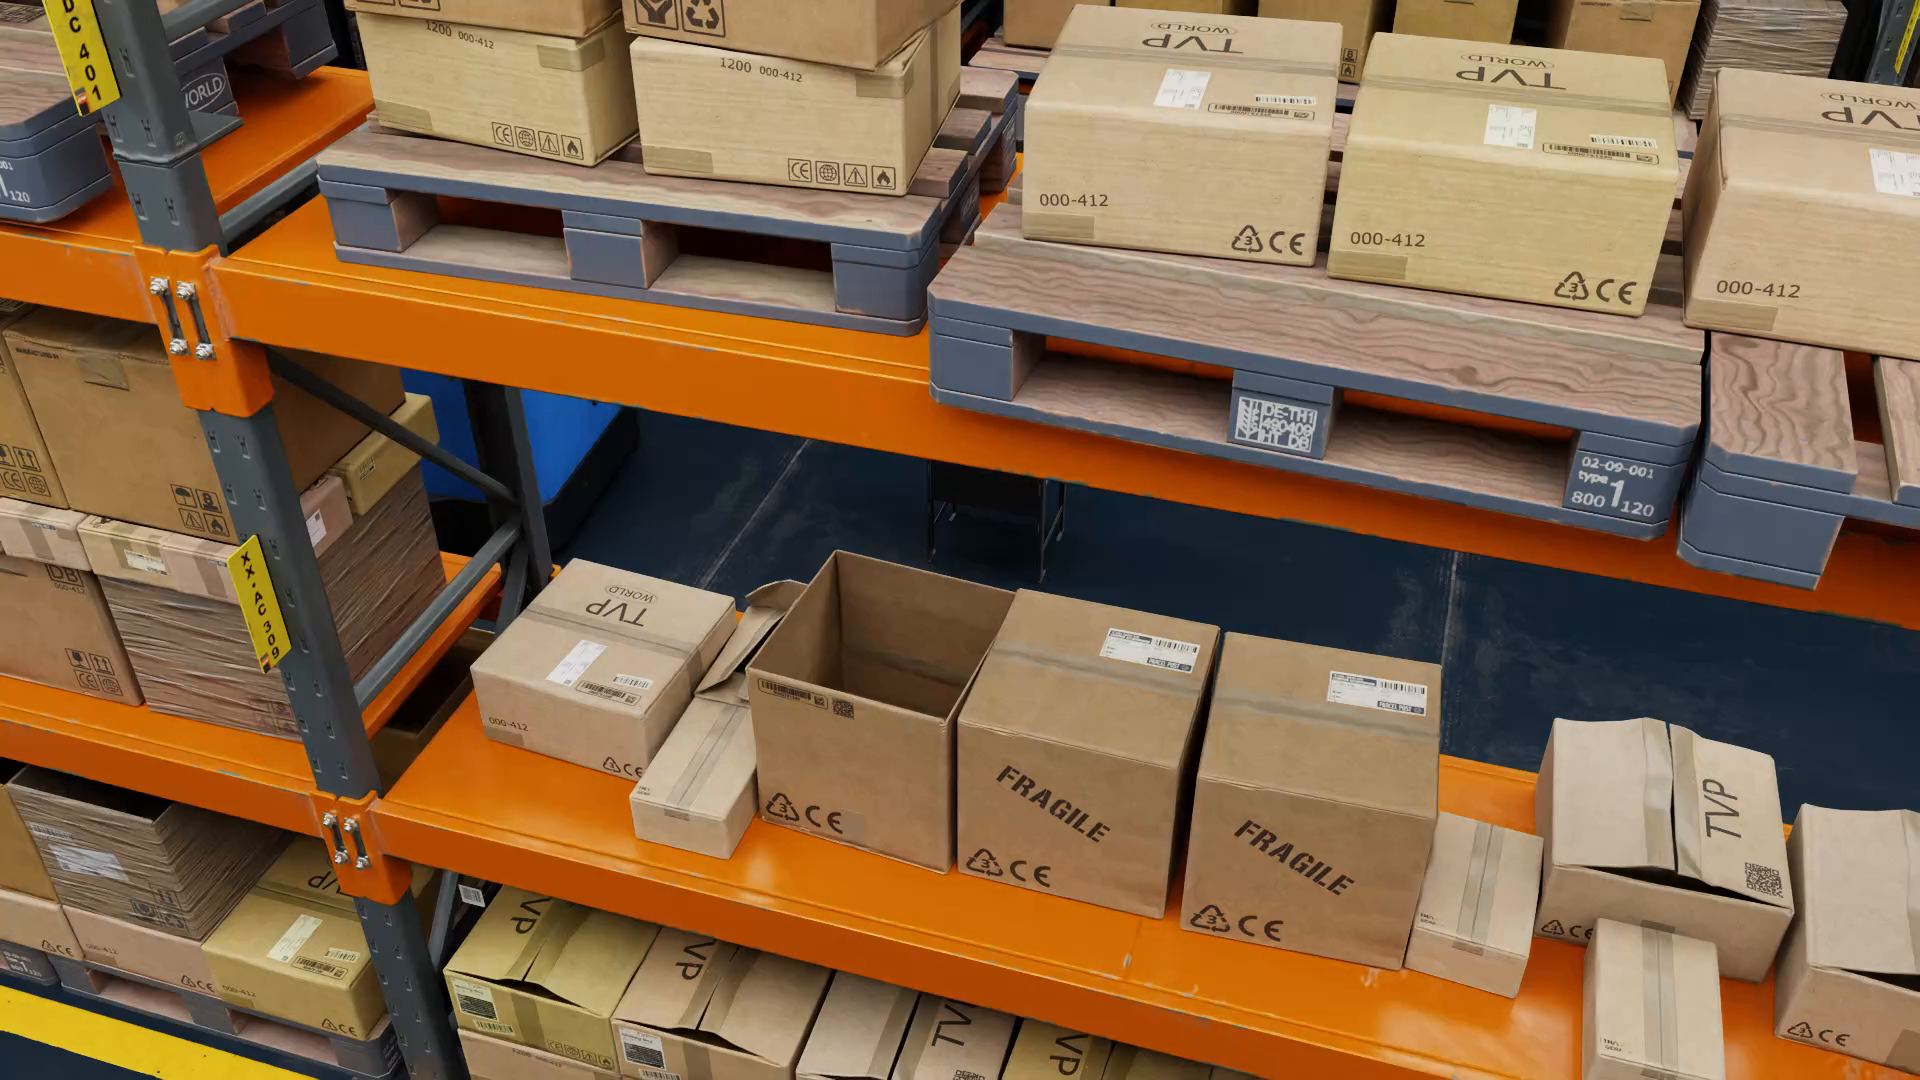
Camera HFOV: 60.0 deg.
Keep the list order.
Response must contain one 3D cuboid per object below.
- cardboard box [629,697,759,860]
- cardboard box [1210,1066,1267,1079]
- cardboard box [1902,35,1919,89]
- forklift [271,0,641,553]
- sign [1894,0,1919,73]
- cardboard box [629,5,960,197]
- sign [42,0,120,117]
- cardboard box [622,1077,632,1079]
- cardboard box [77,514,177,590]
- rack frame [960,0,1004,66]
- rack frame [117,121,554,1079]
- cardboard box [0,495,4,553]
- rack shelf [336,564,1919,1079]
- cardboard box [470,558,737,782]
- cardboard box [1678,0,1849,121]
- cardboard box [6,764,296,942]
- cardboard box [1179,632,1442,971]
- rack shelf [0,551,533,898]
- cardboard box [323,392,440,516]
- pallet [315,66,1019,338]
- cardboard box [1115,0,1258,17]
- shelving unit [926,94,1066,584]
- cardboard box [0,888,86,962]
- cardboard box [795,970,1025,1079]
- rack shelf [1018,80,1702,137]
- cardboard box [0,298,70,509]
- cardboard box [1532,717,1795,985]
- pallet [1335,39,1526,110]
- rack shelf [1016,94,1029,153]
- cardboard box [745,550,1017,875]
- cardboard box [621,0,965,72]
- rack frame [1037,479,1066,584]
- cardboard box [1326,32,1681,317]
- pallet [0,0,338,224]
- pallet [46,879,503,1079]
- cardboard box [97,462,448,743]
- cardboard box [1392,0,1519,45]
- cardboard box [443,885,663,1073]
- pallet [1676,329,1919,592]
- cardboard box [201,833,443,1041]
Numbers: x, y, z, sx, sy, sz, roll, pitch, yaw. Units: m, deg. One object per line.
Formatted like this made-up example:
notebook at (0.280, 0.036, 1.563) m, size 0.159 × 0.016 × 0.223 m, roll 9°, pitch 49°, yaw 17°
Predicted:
cardboard box at (-0.619, 0.586, 4.135) m, size 0.250 × 0.149 × 0.380 m, roll 10°, pitch 38°, yaw 14°
cardboard box at (0.862, 1.500, 4.174) m, size 0.500 × 0.311 × 0.500 m, roll 10°, pitch 38°, yaw 14°
cardboard box at (4.417, -2.117, 7.244) m, size 0.500 × 0.500 × 0.500 m, roll 11°, pitch 38°, yaw 14°
forklift at (-3.069, -1.552, 6.886) m, size 3.031 × 2.935 × 1.130 m, roll 8°, pitch 37°, yaw 10°
sign at (3.735, -2.009, 6.539) m, size 0.005 × 0.325 × 0.100 m, roll 10°, pitch 38°, yaw 14°
cardboard box at (-0.293, -0.894, 3.176) m, size 0.500 × 0.250 × 0.500 m, roll 7°, pitch 37°, yaw 9°
sign at (-1.568, -0.921, 2.937) m, size 0.005 × 0.325 × 0.100 m, roll 10°, pitch 38°, yaw 14°
cardboard box at (-0.605, 1.454, 4.710) m, size 0.500 × 0.250 × 0.500 m, roll 11°, pitch 38°, yaw 15°
cardboard box at (-1.963, -0.060, 4.170) m, size 0.250 × 0.149 × 0.380 m, roll 10°, pitch 37°, yaw 13°
rack frame at (0.070, -2.591, 8.239) m, size 0.127 × 3.000 × 1.000 m, roll 10°, pitch 38°, yaw 14°
rack frame at (-1.404, 0.213, 4.430) m, size 0.127 × 3.000 × 1.000 m, roll 10°, pitch 38°, yaw 14°
cardboard box at (-2.464, -0.151, 4.293) m, size 0.250 × 0.149 × 0.380 m, roll 10°, pitch 38°, yaw 14°
rack shelf at (0.505, 0.856, 4.163) m, size 4.000 × 0.370 × 1.077 m, roll 10°, pitch 38°, yaw 14°
cardboard box at (-0.921, 0.336, 4.390) m, size 0.500 × 0.250 × 0.500 m, roll 13°, pitch 38°, yaw 17°
cardboard box at (3.436, -2.178, 7.224) m, size 0.500 × 0.500 × 0.700 m, roll 6°, pitch 37°, yaw 8°
cardboard box at (-2.385, 0.796, 4.971) m, size 0.500 × 0.500 × 0.500 m, roll 10°, pitch 38°, yaw 14°
cardboard box at (0.808, 0.592, 3.830) m, size 0.500 × 0.500 × 0.500 m, roll 9°, pitch 37°, yaw 11°
rack shelf at (-3.313, 0.149, 5.124) m, size 4.000 × 0.370 × 1.077 m, roll 10°, pitch 38°, yaw 14°
cardboard box at (-1.602, -0.246, 4.422) m, size 0.250 × 0.149 × 0.380 m, roll 10°, pitch 38°, yaw 14°
pallet at (-0.558, -0.770, 3.396) m, size 1.217 × 0.209 × 0.805 m, roll 9°, pitch 37°, yaw 12°
cardboard box at (1.077, -2.596, 7.791) m, size 0.500 × 0.500 × 0.700 m, roll 14°, pitch 39°, yaw 19°
shelving unit at (0.158, -0.816, 6.588) m, size 0.503 × 2.100 × 0.431 m, roll 10°, pitch 38°, yaw 14°
cardboard box at (-2.867, 1.019, 5.301) m, size 0.500 × 0.250 × 0.500 m, roll 10°, pitch 38°, yaw 14°
cardboard box at (-0.113, 1.322, 4.416) m, size 0.500 × 0.311 × 0.500 m, roll 9°, pitch 37°, yaw 12°
rack shelf at (1.979, -1.947, 7.972) m, size 4.000 × 0.370 × 1.077 m, roll 10°, pitch 38°, yaw 14°
cardboard box at (-2.312, -0.513, 4.238) m, size 0.500 × 0.500 × 0.700 m, roll 10°, pitch 38°, yaw 14°
cardboard box at (1.618, 0.688, 3.860) m, size 0.500 × 0.311 × 0.500 m, roll 10°, pitch 38°, yaw 13°
pallet at (1.986, -2.133, 7.779) m, size 1.213 × 0.211 × 1.003 m, roll 10°, pitch 38°, yaw 14°
rack shelf at (0.158, -1.369, 6.181) m, size 0.480 × 0.518 × 0.431 m, roll 10°, pitch 38°, yaw 14°
cardboard box at (-0.173, 0.411, 4.077) m, size 0.500 × 0.500 × 0.500 m, roll 13°, pitch 38°, yaw 17°
cardboard box at (-0.276, -1.187, 2.941) m, size 0.500 × 0.500 × 0.500 m, roll 14°, pitch 39°, yaw 18°
rack frame at (0.391, -0.773, 6.529) m, size 0.015 × 2.100 × 0.400 m, roll 10°, pitch 38°, yaw 14°
cardboard box at (0.916, -0.635, 2.824) m, size 0.500 × 0.250 × 0.500 m, roll 10°, pitch 37°, yaw 13°
pallet at (-2.226, -1.096, 3.752) m, size 1.213 × 0.211 × 1.003 m, roll 10°, pitch 38°, yaw 14°
pallet at (-2.150, 1.172, 5.480) m, size 1.213 × 0.211 × 1.003 m, roll 10°, pitch 38°, yaw 14°
cardboard box at (-1.829, 0.098, 4.502) m, size 0.500 × 0.500 × 0.700 m, roll 10°, pitch 37°, yaw 13°
cardboard box at (2.240, -2.386, 7.506) m, size 0.500 × 0.500 × 0.700 m, roll 10°, pitch 38°, yaw 14°
cardboard box at (-1.084, 1.139, 4.664) m, size 0.500 × 0.311 × 0.500 m, roll 11°, pitch 38°, yaw 14°
pallet at (1.740, -0.281, 2.731) m, size 1.003 × 0.211 × 1.213 m, roll 12°, pitch 38°, yaw 16°
cardboard box at (-1.912, 1.193, 5.064) m, size 0.500 × 0.250 × 0.500 m, roll 10°, pitch 38°, yaw 14°
